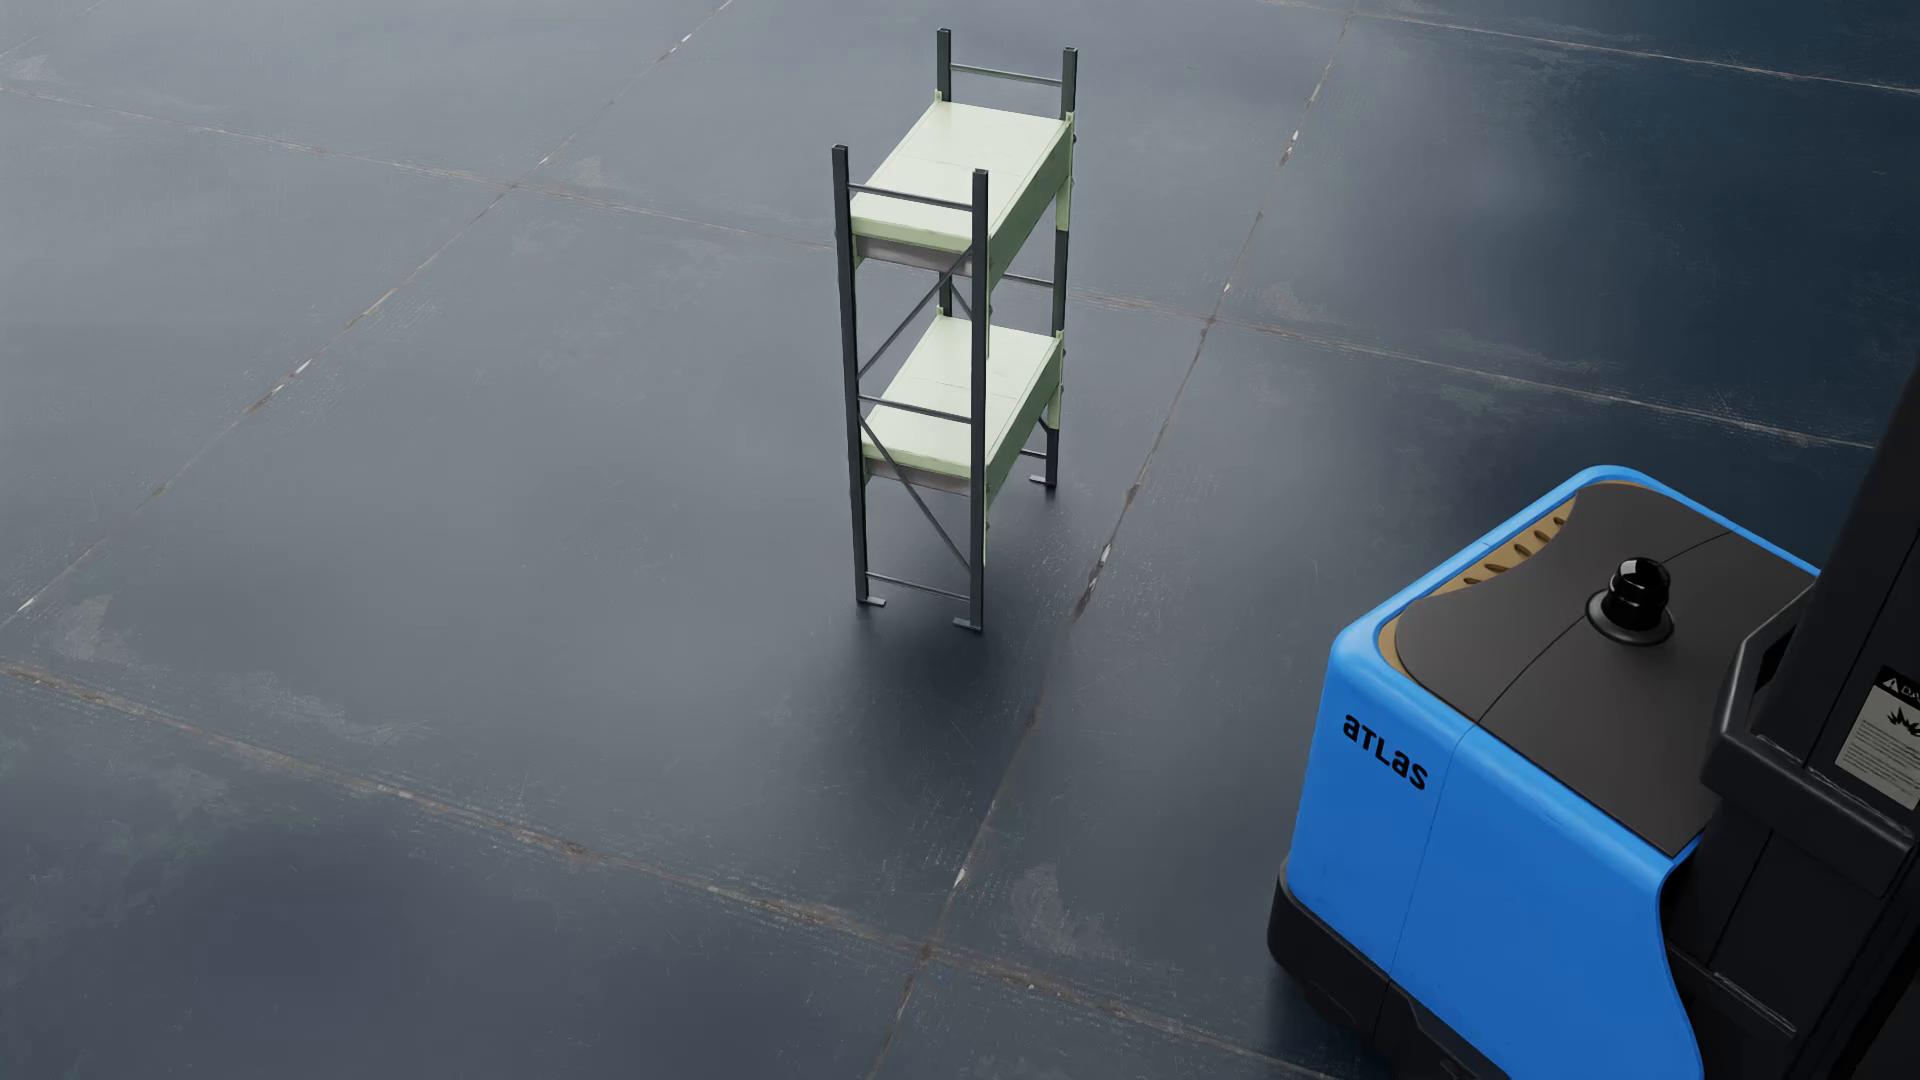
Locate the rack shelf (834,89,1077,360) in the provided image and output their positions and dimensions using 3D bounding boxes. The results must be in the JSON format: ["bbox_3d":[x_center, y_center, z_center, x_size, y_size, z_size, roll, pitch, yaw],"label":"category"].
[{"bbox_3d":[0.002,-0.872,4.515,0.431,0.370,0.720,13,42,15],"label":"rack shelf"}]

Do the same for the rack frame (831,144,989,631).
[{"bbox_3d":[-0.123,-0.351,4.506,0.400,1.500,0.023,13,42,15],"label":"rack frame"}]

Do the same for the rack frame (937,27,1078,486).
[{"bbox_3d":[0.127,-0.798,5.030,0.400,1.500,0.023,13,42,15],"label":"rack frame"}]

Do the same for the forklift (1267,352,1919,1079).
[{"bbox_3d":[2.063,0.442,2.474,1.130,2.935,3.031,-28,48,-29],"label":"forklift"}]

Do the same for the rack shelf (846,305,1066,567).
[{"bbox_3d":[0.002,-0.327,4.980,0.431,0.370,0.720,13,42,15],"label":"rack shelf"}]

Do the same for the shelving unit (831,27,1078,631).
[{"bbox_3d":[0.002,-0.575,4.768,0.431,1.500,0.755,13,42,15],"label":"shelving unit"}]
